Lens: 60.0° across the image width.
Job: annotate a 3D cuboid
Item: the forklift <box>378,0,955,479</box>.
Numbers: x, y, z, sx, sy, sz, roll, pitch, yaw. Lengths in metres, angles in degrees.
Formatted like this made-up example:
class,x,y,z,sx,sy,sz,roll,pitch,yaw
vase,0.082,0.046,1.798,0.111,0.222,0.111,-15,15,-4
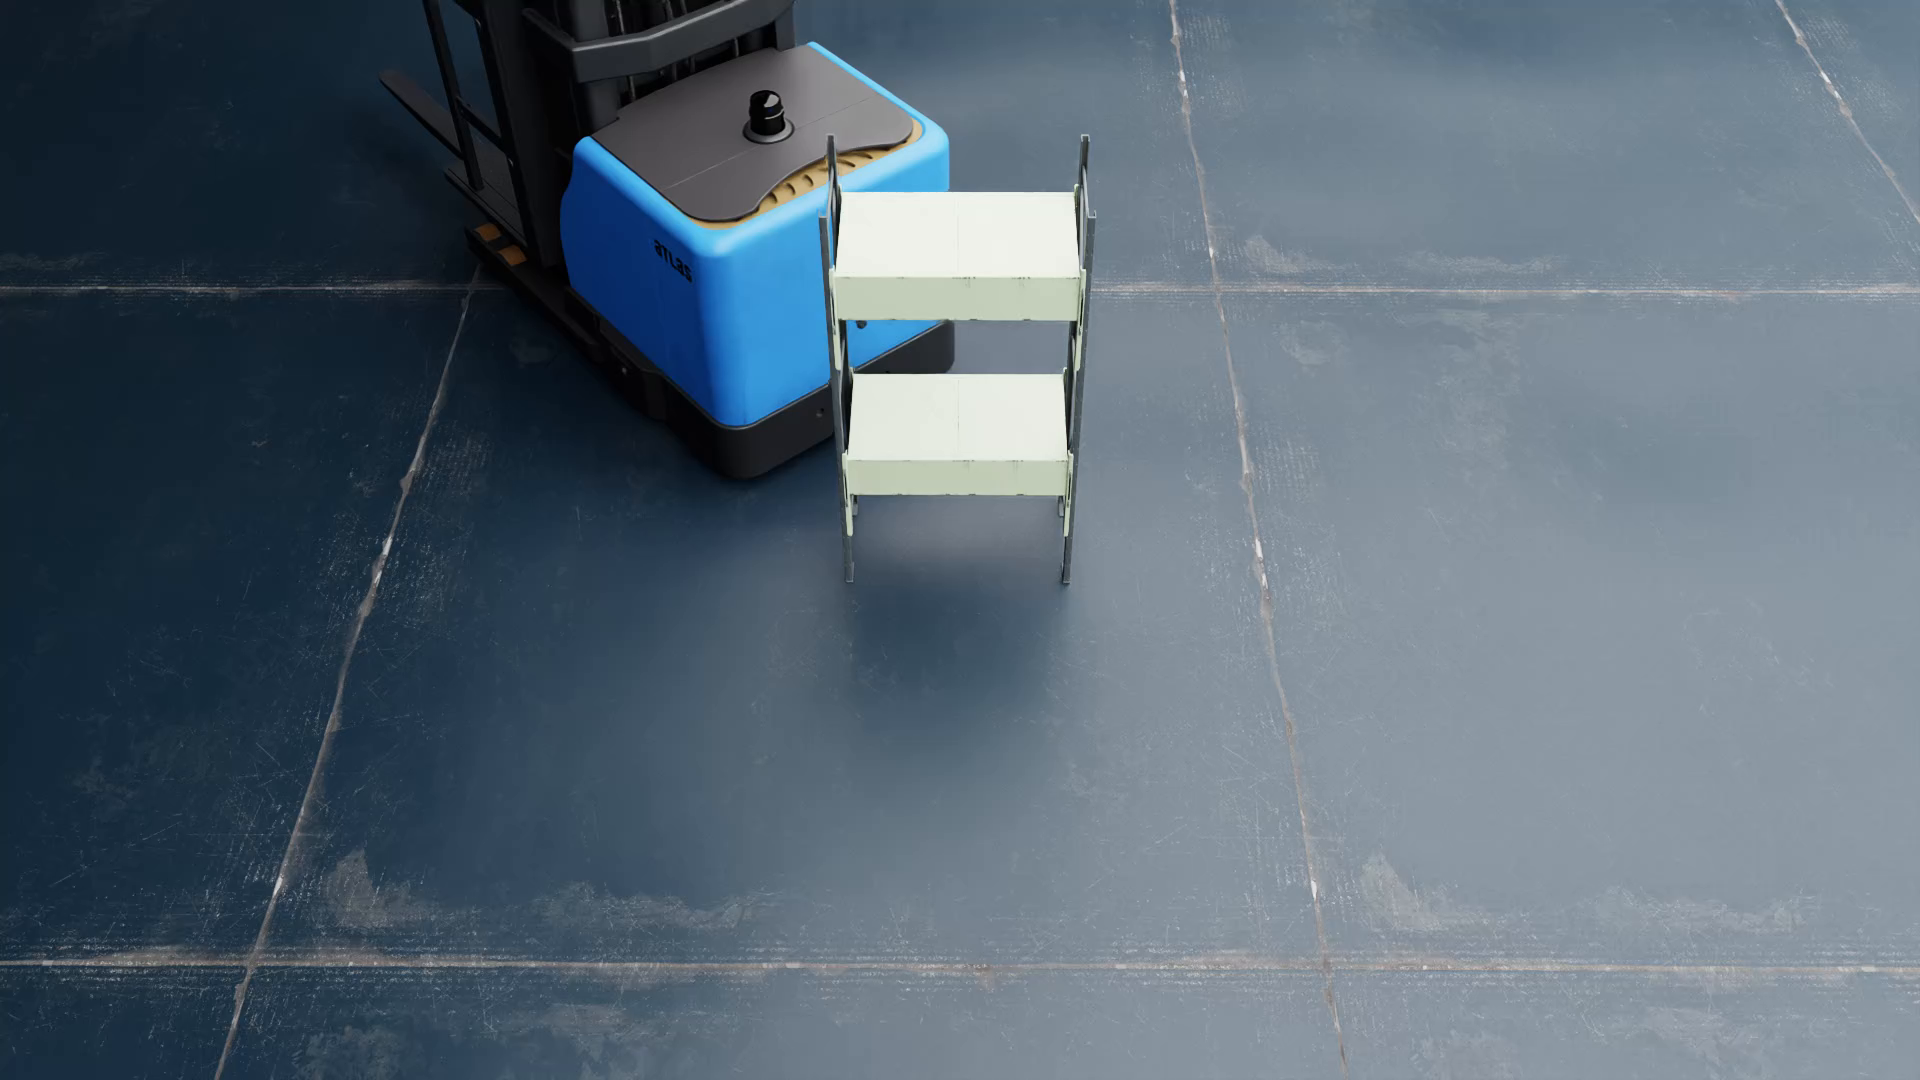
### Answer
class,x,y,z,sx,sy,sz,roll,pitch,yaw
forklift,-1.353,-2.227,5.821,1.130,2.935,3.031,-32,55,-26

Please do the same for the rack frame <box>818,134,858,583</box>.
class,x,y,z,sx,sy,sz,roll,pitch,yaw
rack frame,-0.373,-0.512,5.202,0.023,1.500,0.400,0,47,0

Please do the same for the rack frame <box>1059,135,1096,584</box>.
class,x,y,z,sx,sy,sz,roll,pitch,yaw
rack frame,0.359,-0.510,5.200,0.023,1.500,0.400,0,47,0

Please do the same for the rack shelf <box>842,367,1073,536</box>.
class,x,y,z,sx,sy,sz,roll,pitch,yaw
rack shelf,-0.007,-0.289,5.440,0.720,0.370,0.431,0,47,0

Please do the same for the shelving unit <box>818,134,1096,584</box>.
class,x,y,z,sx,sy,sz,roll,pitch,yaw
shelving unit,-0.007,-0.511,5.201,0.755,1.500,0.431,0,47,0

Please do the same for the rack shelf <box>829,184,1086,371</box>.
class,x,y,z,sx,sy,sz,roll,pitch,yaw
rack shelf,-0.007,-0.777,4.915,0.720,0.370,0.431,0,47,0
